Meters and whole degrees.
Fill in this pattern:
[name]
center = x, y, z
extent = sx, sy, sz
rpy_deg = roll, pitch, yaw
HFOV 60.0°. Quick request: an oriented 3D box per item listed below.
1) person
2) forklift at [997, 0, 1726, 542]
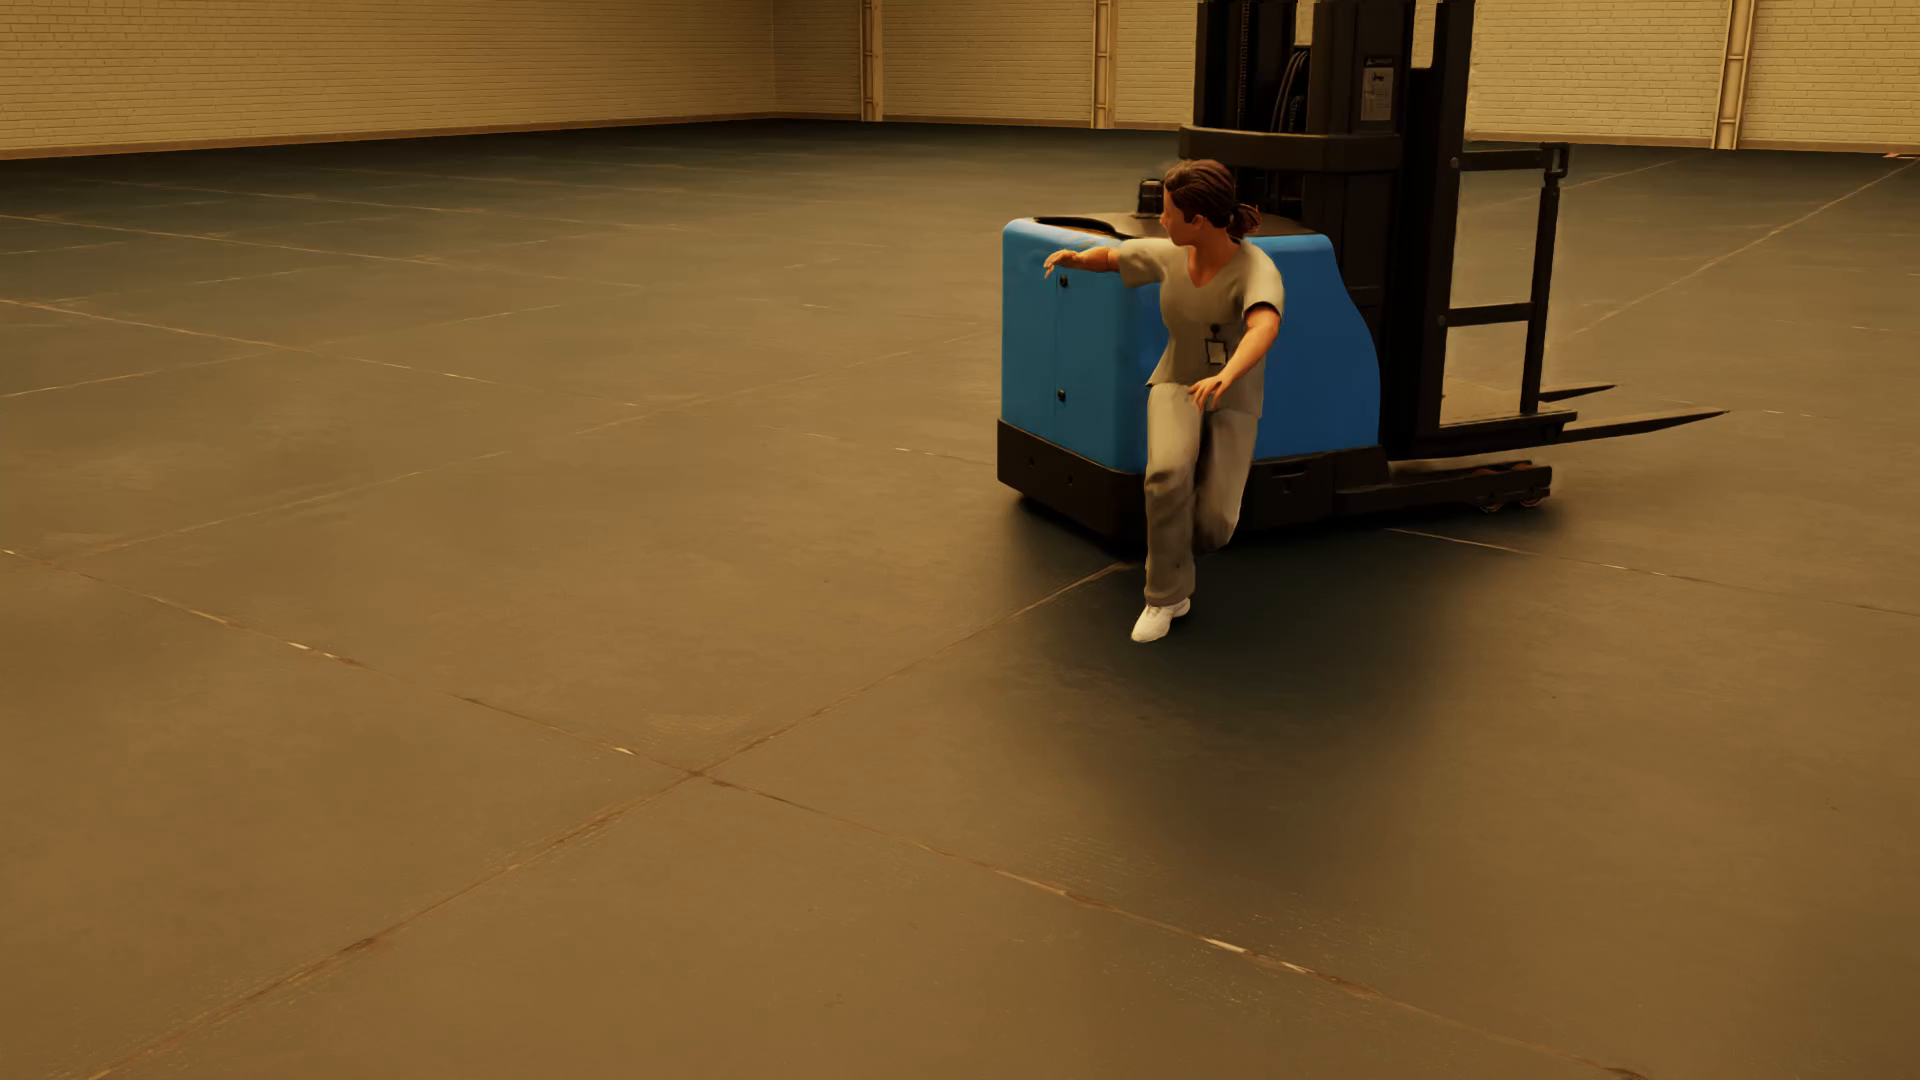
[person]
center = 0.587, -0.401, 4.890
extent = 0.698, 1.406, 1.016
rpy_deg = 5, 17, 17
[forklift]
center = 1.705, -1.637, 6.305
extent = 3.031, 2.935, 1.130
rpy_deg = -8, 18, -24
